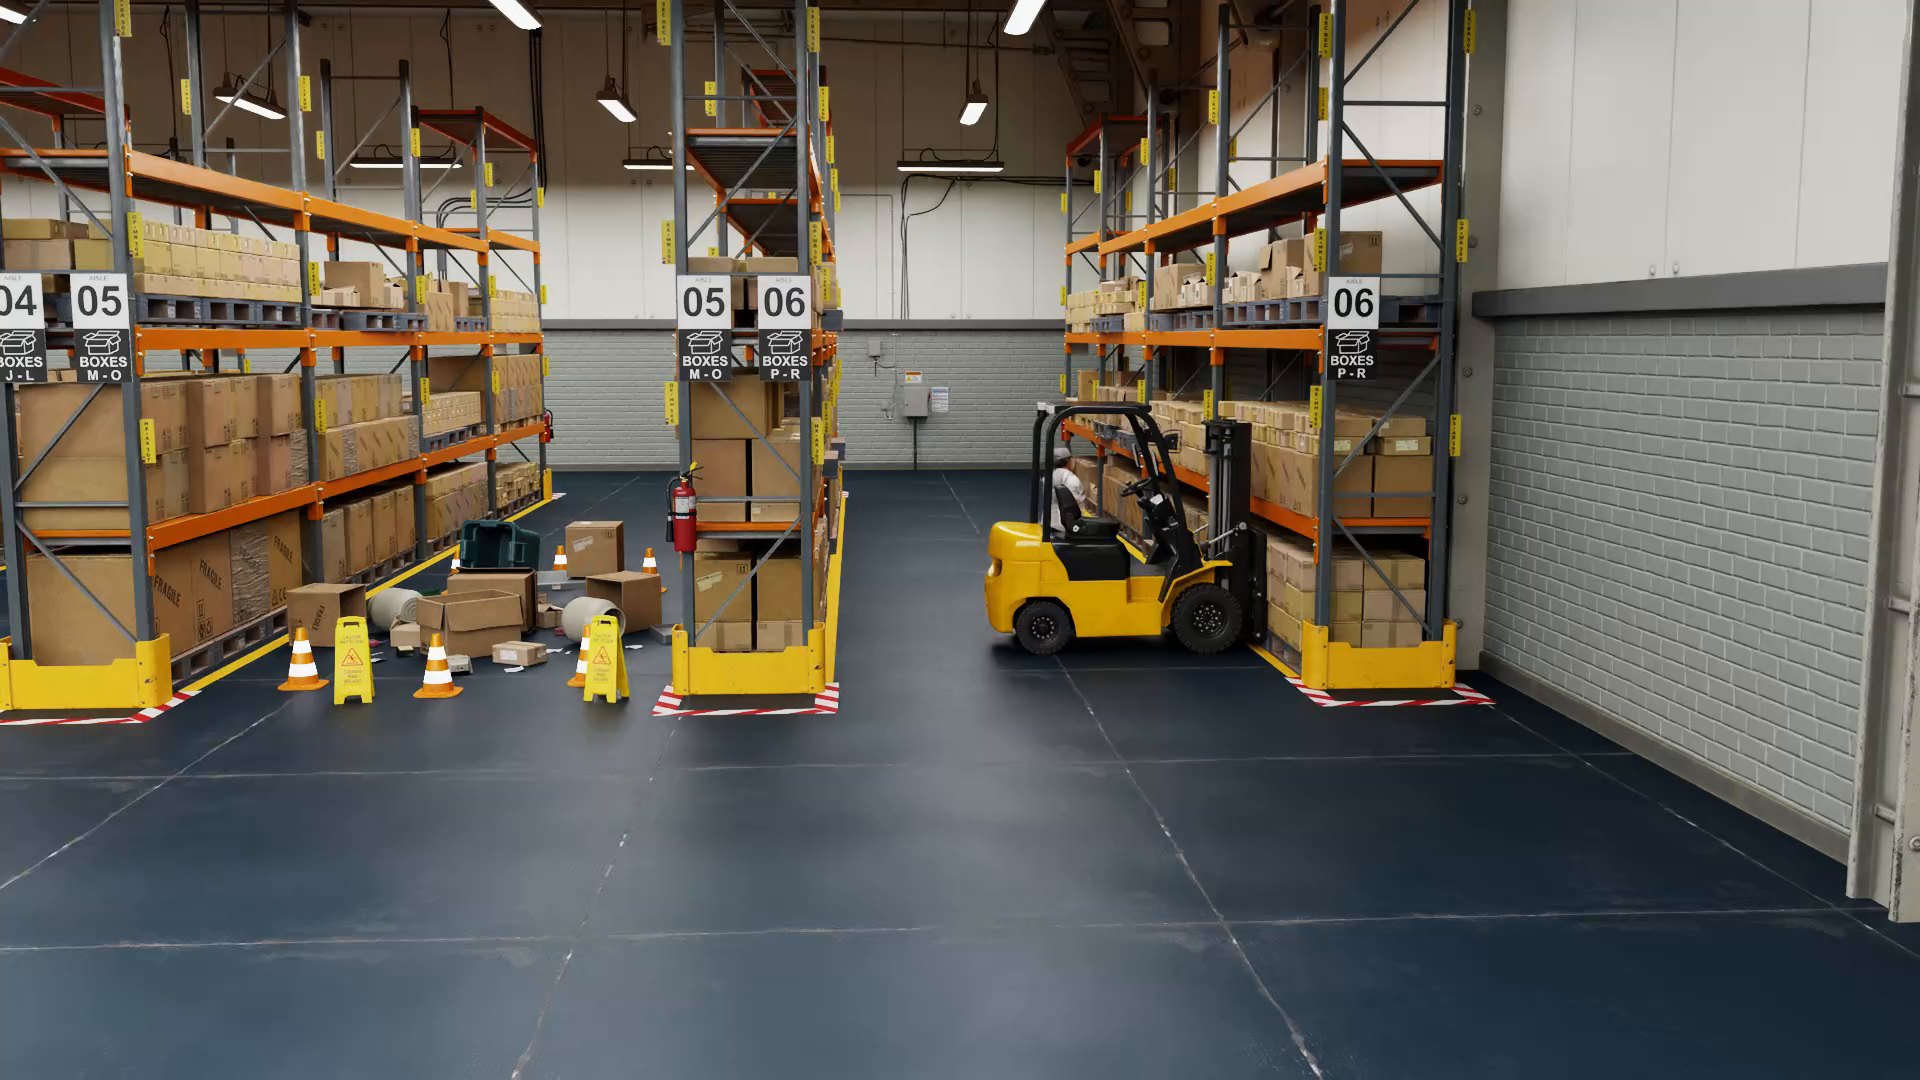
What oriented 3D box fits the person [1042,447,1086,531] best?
[{"bbox_3d":[1.048,-0.093,16.592,0.534,1.643,0.656,-5,8,-34],"label":"person"}]
